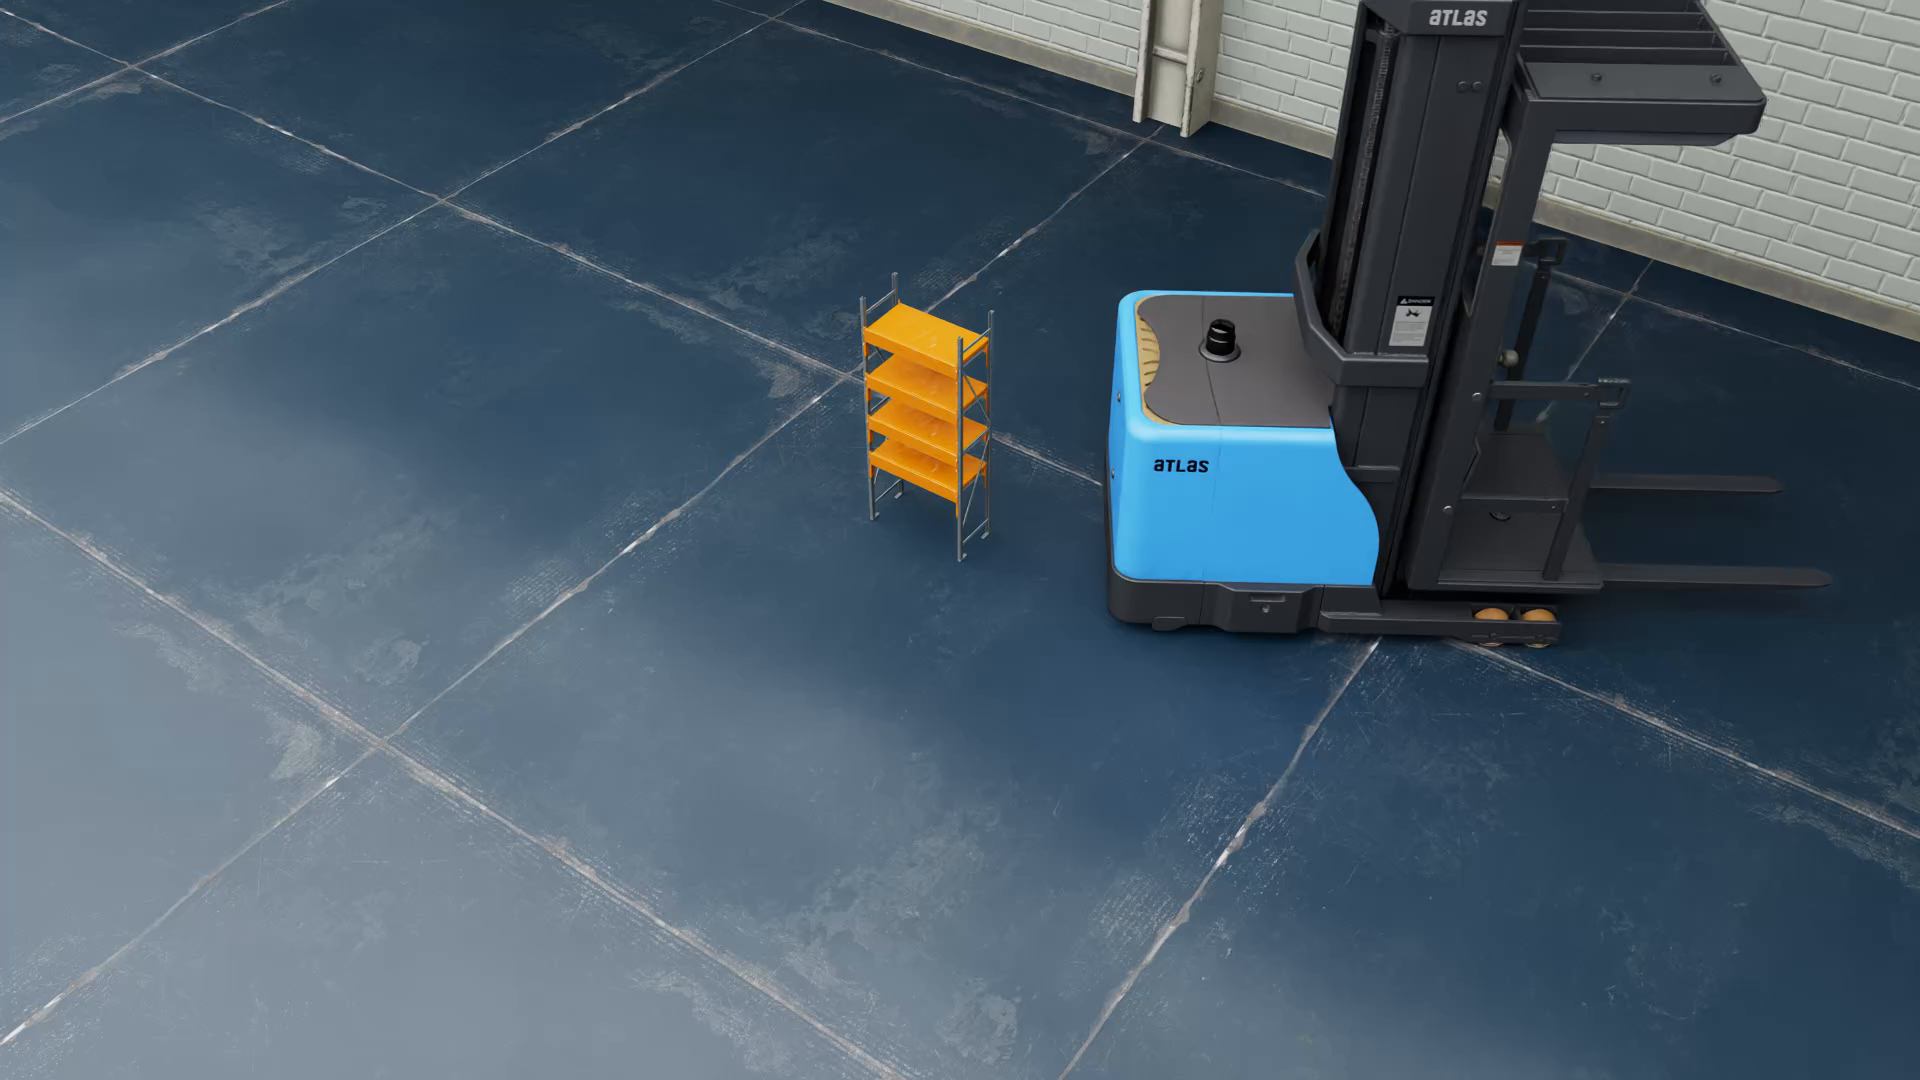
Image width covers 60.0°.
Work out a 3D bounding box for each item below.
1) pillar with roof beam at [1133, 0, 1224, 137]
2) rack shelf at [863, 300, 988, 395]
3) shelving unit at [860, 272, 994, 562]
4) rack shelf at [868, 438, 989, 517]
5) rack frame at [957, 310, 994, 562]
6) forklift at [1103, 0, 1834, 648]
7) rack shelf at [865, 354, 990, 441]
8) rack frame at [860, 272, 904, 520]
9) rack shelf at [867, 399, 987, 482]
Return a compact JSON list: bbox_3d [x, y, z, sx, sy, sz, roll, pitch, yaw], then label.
[{"bbox_3d":[-1.139,-3.649,4.828,0.400,9.000,9.100,25,48,25],"label":"pillar with roof beam"},{"bbox_3d":[-0.136,-0.803,6.907,0.480,0.148,0.258,25,48,25],"label":"rack shelf"},{"bbox_3d":[-0.136,-0.511,7.169,0.503,1.200,0.258,25,48,25],"label":"shelving unit"},{"bbox_3d":[-0.136,-0.312,7.346,0.480,0.148,0.258,25,48,25],"label":"rack shelf"},{"bbox_3d":[0.064,-0.417,7.065,0.015,1.200,0.240,25,48,25],"label":"rack frame"},{"bbox_3d":[2.160,-1.004,6.422,3.031,2.935,1.130,1,42,2],"label":"forklift"},{"bbox_3d":[-0.136,-0.627,7.065,0.480,0.148,0.258,25,48,25],"label":"rack shelf"},{"bbox_3d":[-0.335,-0.604,7.273,0.015,1.200,0.240,25,48,25],"label":"rack frame"},{"bbox_3d":[-0.136,-0.460,7.214,0.480,0.148,0.258,25,48,25],"label":"rack shelf"}]
